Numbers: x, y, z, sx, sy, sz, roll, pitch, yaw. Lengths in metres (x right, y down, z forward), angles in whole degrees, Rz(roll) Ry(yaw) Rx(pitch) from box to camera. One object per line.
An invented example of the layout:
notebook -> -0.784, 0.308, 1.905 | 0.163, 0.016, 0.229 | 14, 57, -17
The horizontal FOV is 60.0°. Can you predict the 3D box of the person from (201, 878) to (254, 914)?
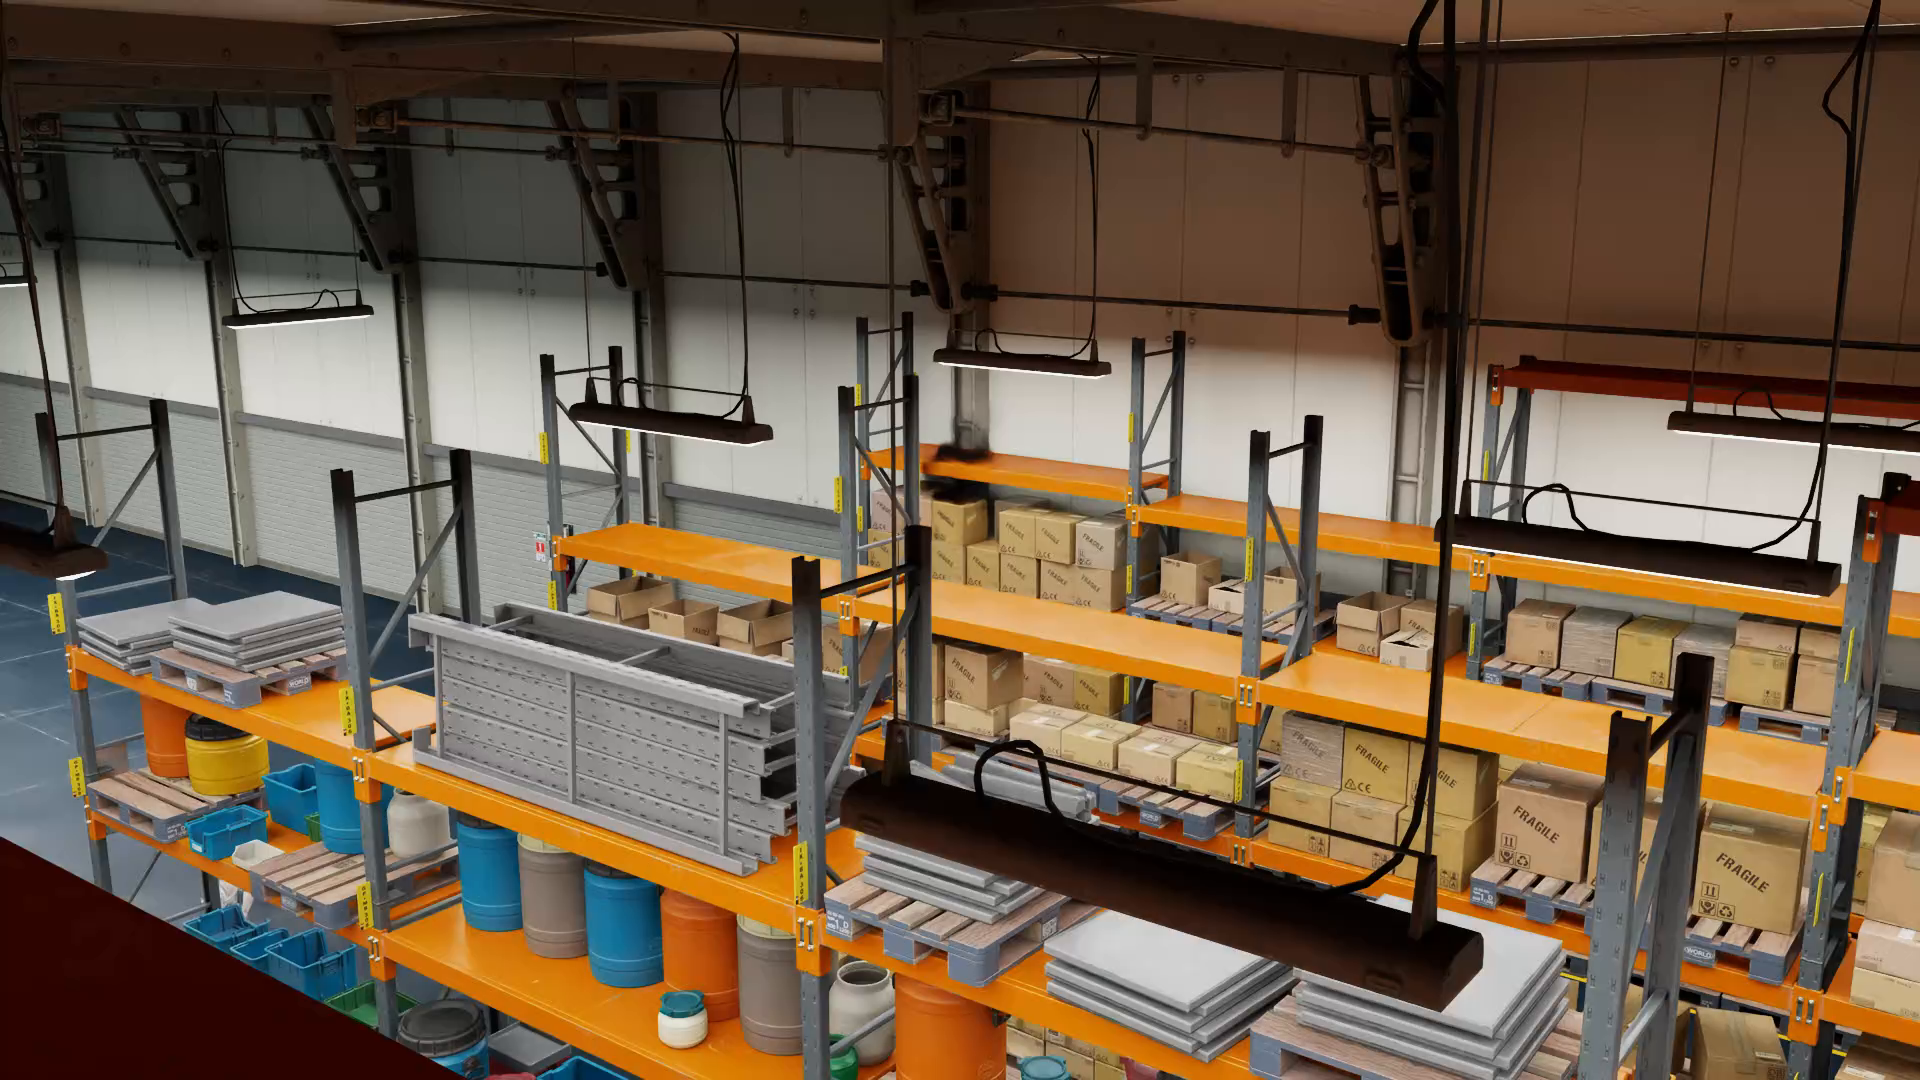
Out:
person -> -7.026, 3.699, 15.780 | 0.577, 1.580, 0.606 | -1, 13, -6
